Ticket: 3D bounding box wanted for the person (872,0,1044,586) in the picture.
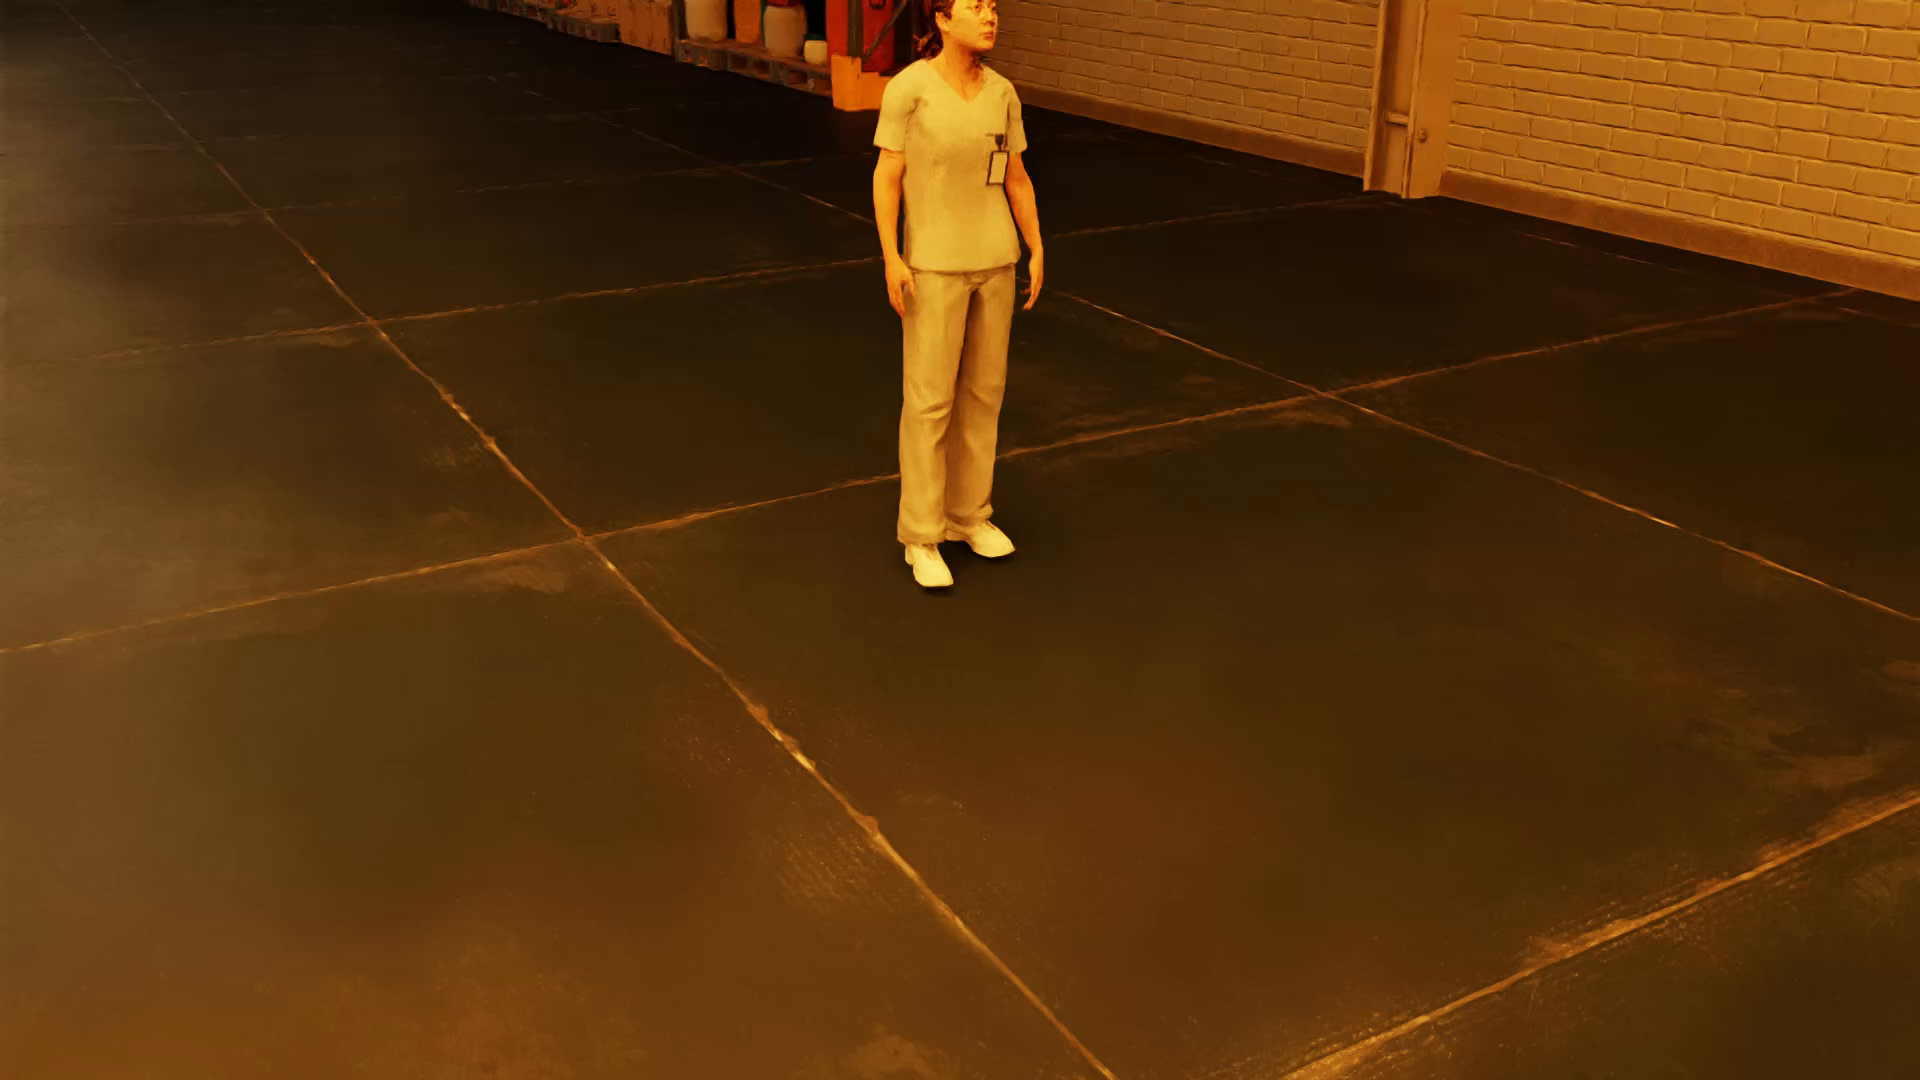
[{"bbox_3d":[0.026,-0.755,4.748,0.550,1.674,0.548,-12,25,-28],"label":"person"}]
